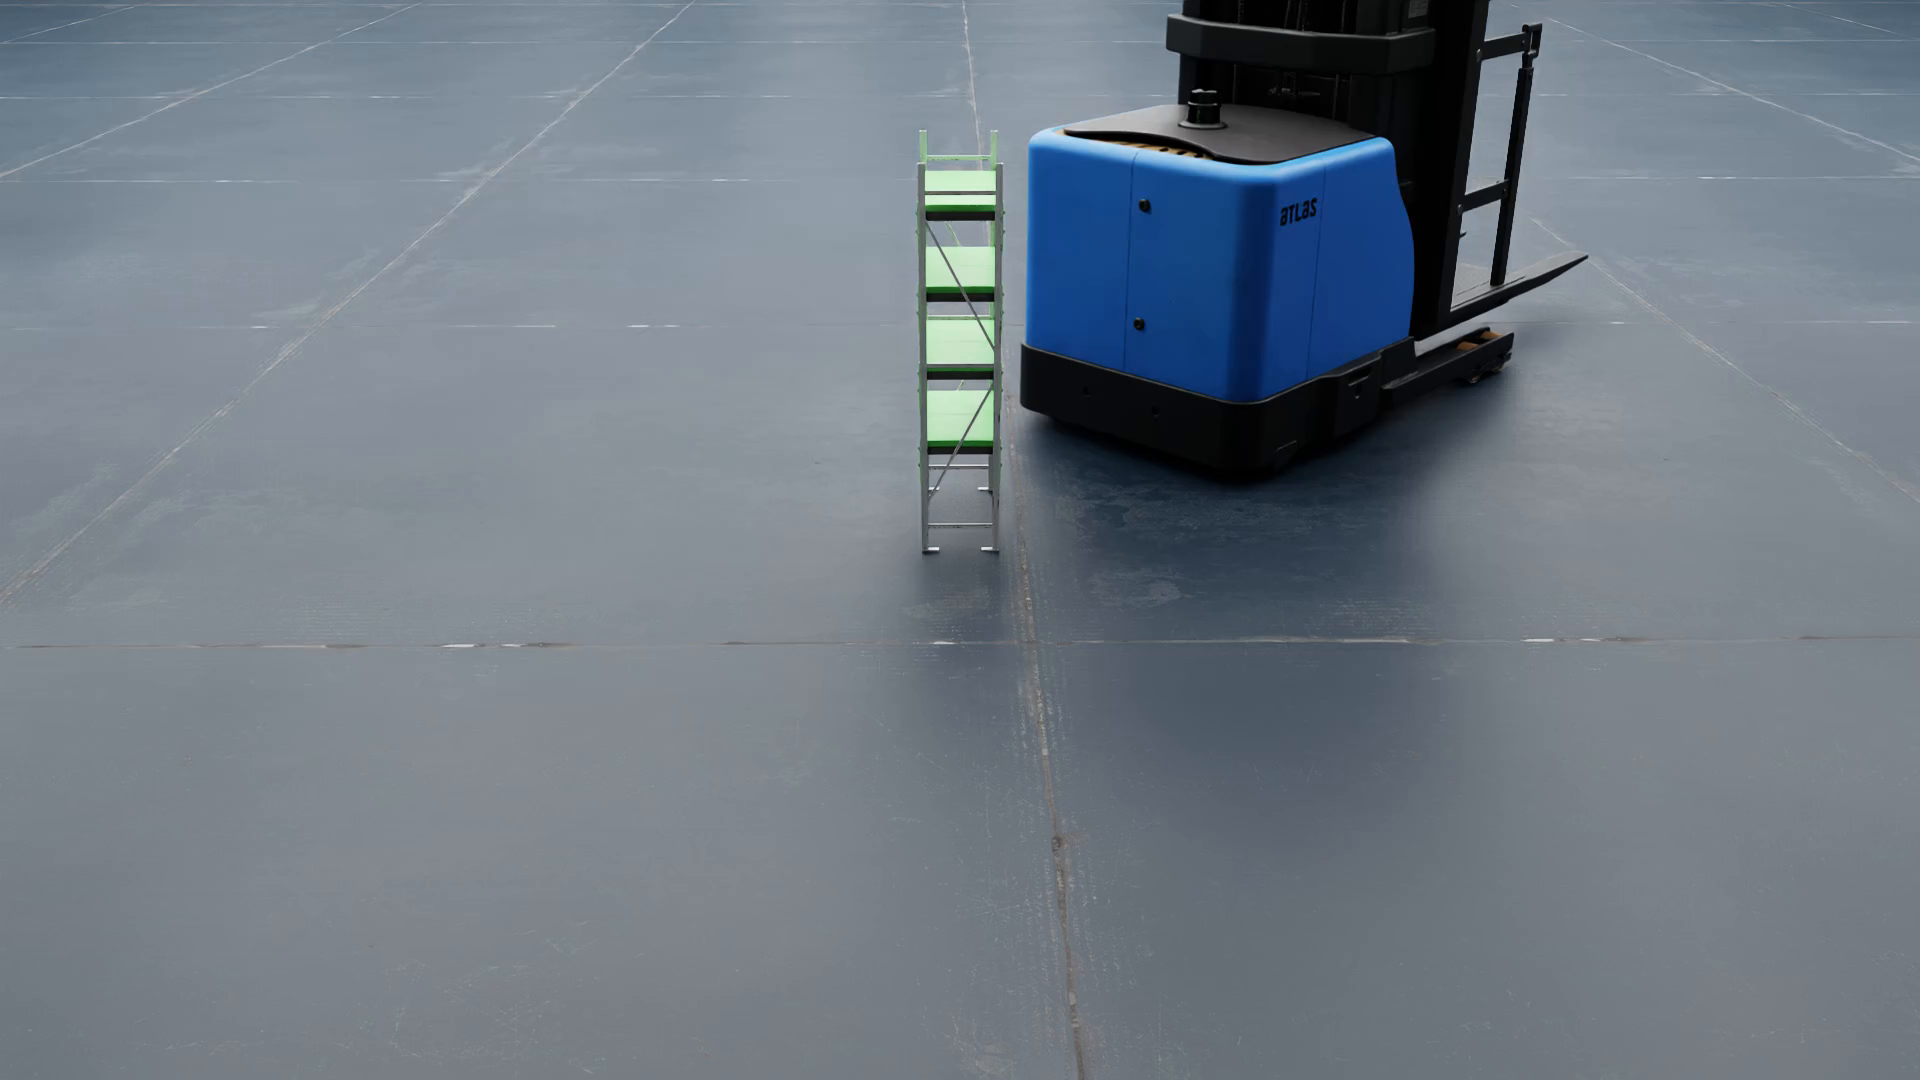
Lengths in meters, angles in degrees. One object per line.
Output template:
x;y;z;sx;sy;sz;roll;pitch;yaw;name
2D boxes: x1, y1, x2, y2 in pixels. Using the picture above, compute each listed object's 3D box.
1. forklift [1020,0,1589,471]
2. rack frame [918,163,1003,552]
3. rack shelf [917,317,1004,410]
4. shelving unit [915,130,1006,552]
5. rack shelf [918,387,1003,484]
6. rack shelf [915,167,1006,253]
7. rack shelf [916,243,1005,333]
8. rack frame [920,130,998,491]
1.599;-2.085;6.304;1.130;2.935;3.031;21;32;39;forklift
0.001;-0.514;4.931;0.240;1.200;0.015;0;24;-1;rack frame
-0.002;-0.557;5.180;0.258;0.148;0.480;0;24;-1;rack shelf
-0.002;-0.615;5.154;0.258;1.200;0.503;0;24;-1;shelving unit
-0.002;-0.338;5.279;0.258;0.148;0.480;0;24;-1;rack shelf
-0.002;-0.994;4.982;0.258;0.148;0.480;0;24;-1;rack shelf
-0.002;-0.775;5.081;0.258;0.148;0.480;0;24;-1;rack shelf
-0.004;-0.715;5.376;0.240;1.200;0.015;0;24;-1;rack frame
